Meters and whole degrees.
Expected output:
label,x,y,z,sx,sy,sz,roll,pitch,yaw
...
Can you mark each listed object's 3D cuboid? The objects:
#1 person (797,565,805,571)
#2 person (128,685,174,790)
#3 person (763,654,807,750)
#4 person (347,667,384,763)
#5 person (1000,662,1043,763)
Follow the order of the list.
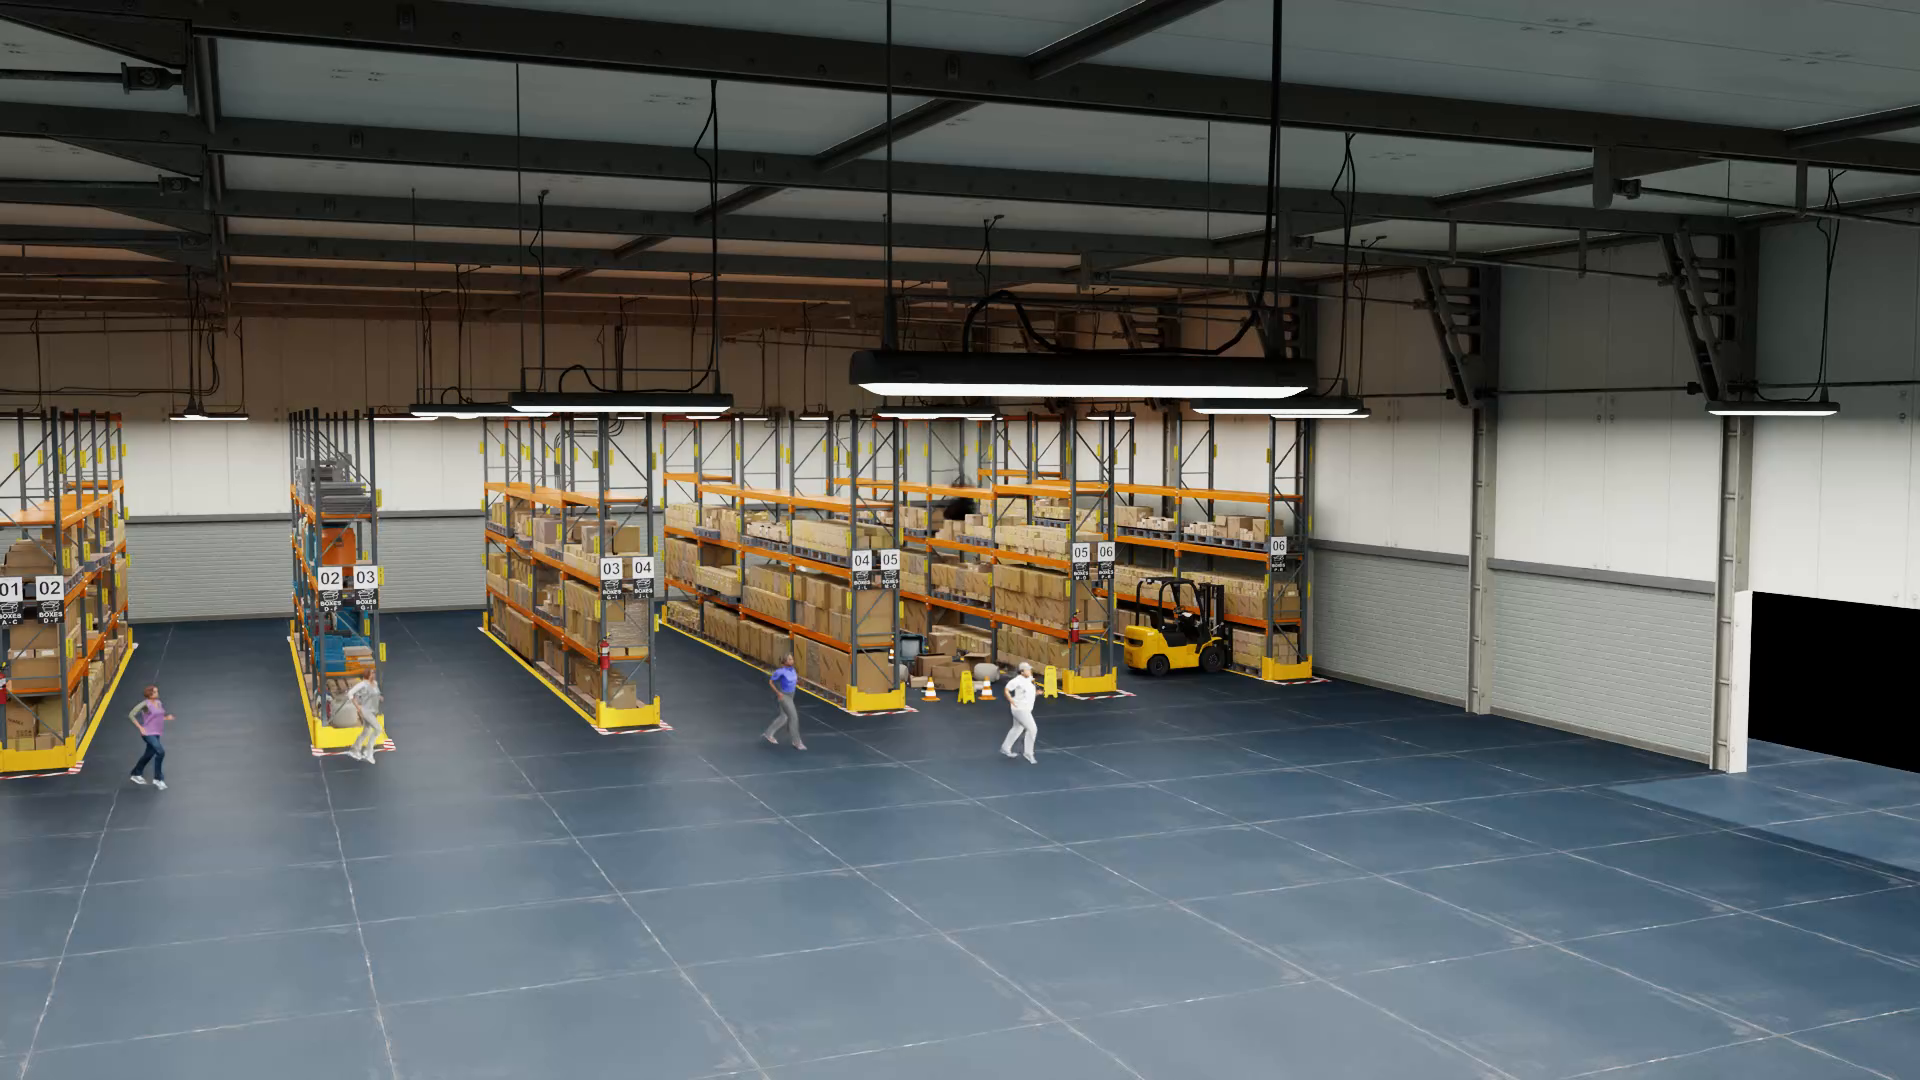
label,x,y,z,sx,sy,sz,roll,pitch,yaw
person,-4.811,1.350,50.942,0.649,1.658,0.657,-1,4,-8
person,-12.700,3.097,26.097,0.733,1.647,0.521,0,4,5
person,-3.080,2.840,29.391,0.859,1.693,0.560,1,4,18
person,-10.046,2.956,28.184,0.632,1.608,0.525,1,4,9
person,1.046,2.933,28.253,0.740,1.738,0.574,1,4,16
